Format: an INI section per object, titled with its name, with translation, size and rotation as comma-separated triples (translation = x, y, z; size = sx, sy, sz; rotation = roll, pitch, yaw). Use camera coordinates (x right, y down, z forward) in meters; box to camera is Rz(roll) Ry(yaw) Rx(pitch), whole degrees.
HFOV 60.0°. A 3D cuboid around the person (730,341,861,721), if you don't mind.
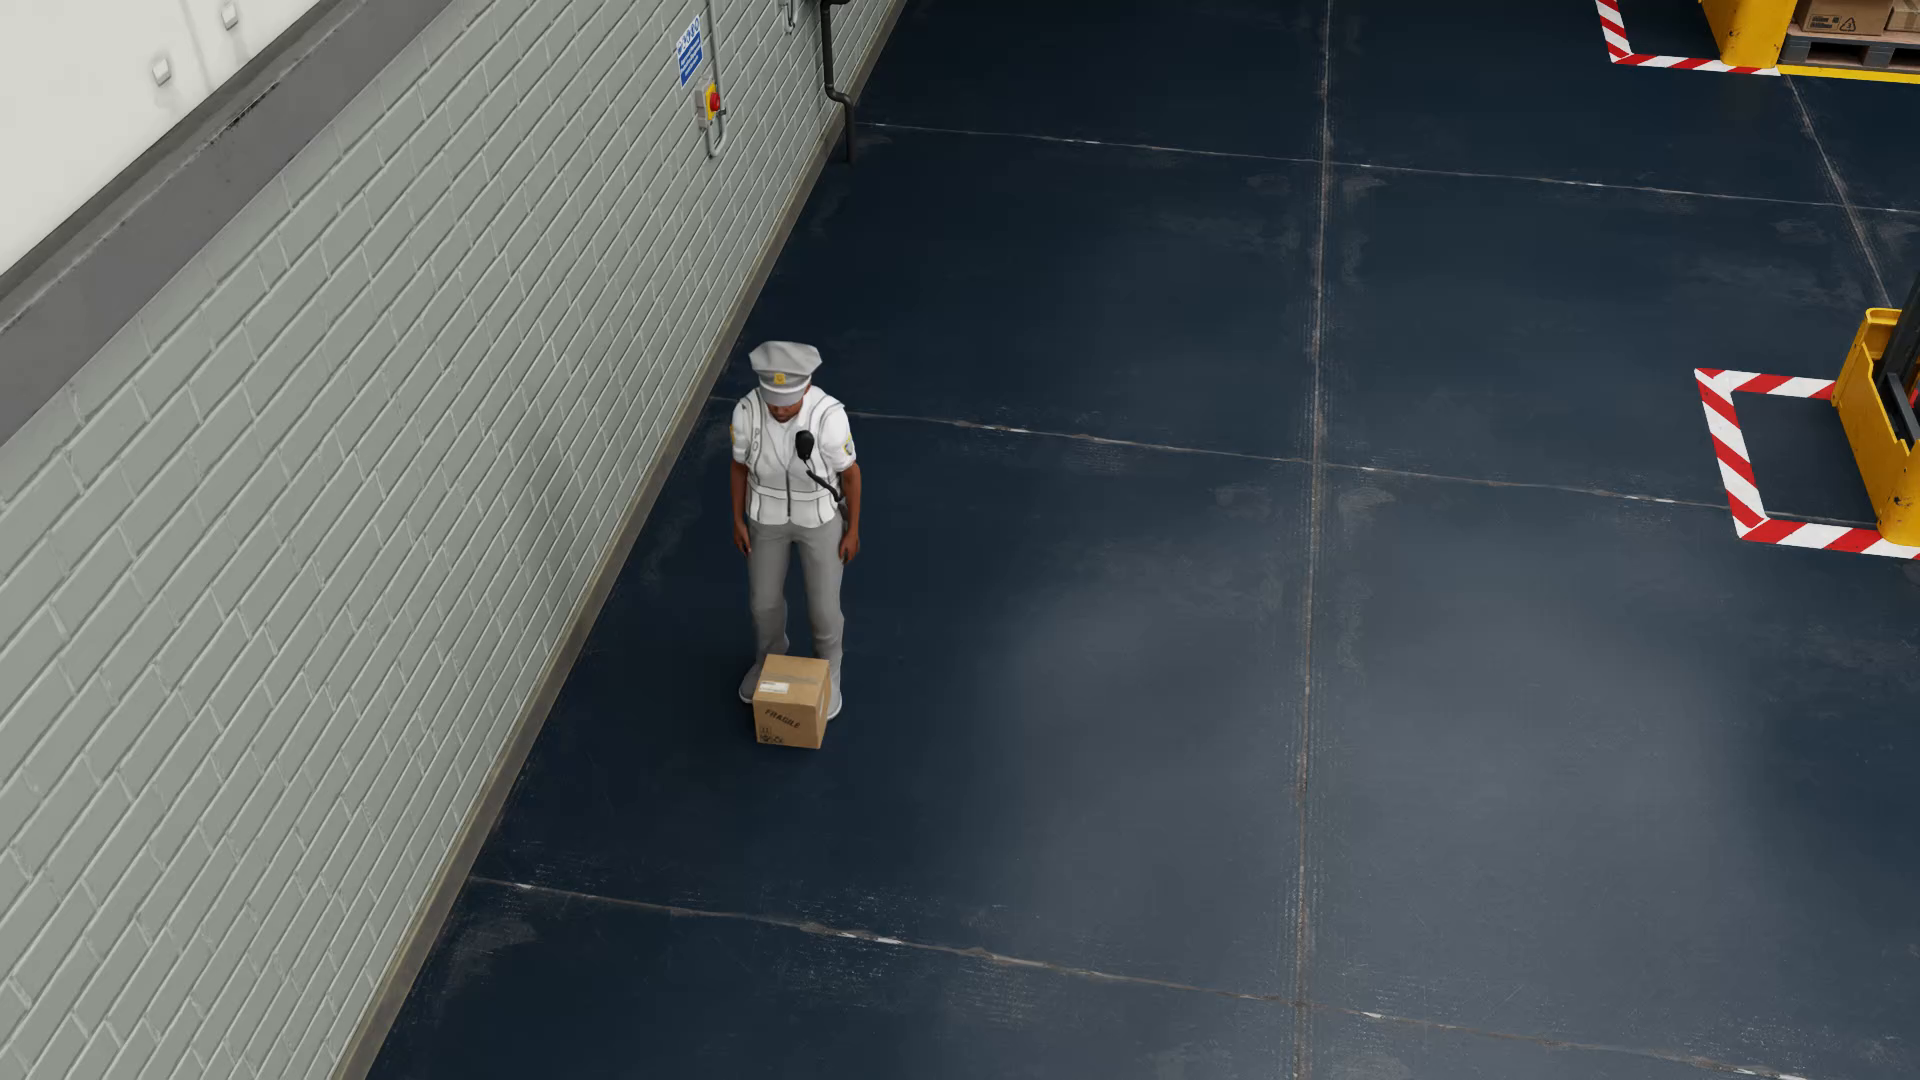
[person]
translation = -0.625, -0.045, 6.213
size = 0.513, 1.656, 0.426
rotation = 5, 41, 6
